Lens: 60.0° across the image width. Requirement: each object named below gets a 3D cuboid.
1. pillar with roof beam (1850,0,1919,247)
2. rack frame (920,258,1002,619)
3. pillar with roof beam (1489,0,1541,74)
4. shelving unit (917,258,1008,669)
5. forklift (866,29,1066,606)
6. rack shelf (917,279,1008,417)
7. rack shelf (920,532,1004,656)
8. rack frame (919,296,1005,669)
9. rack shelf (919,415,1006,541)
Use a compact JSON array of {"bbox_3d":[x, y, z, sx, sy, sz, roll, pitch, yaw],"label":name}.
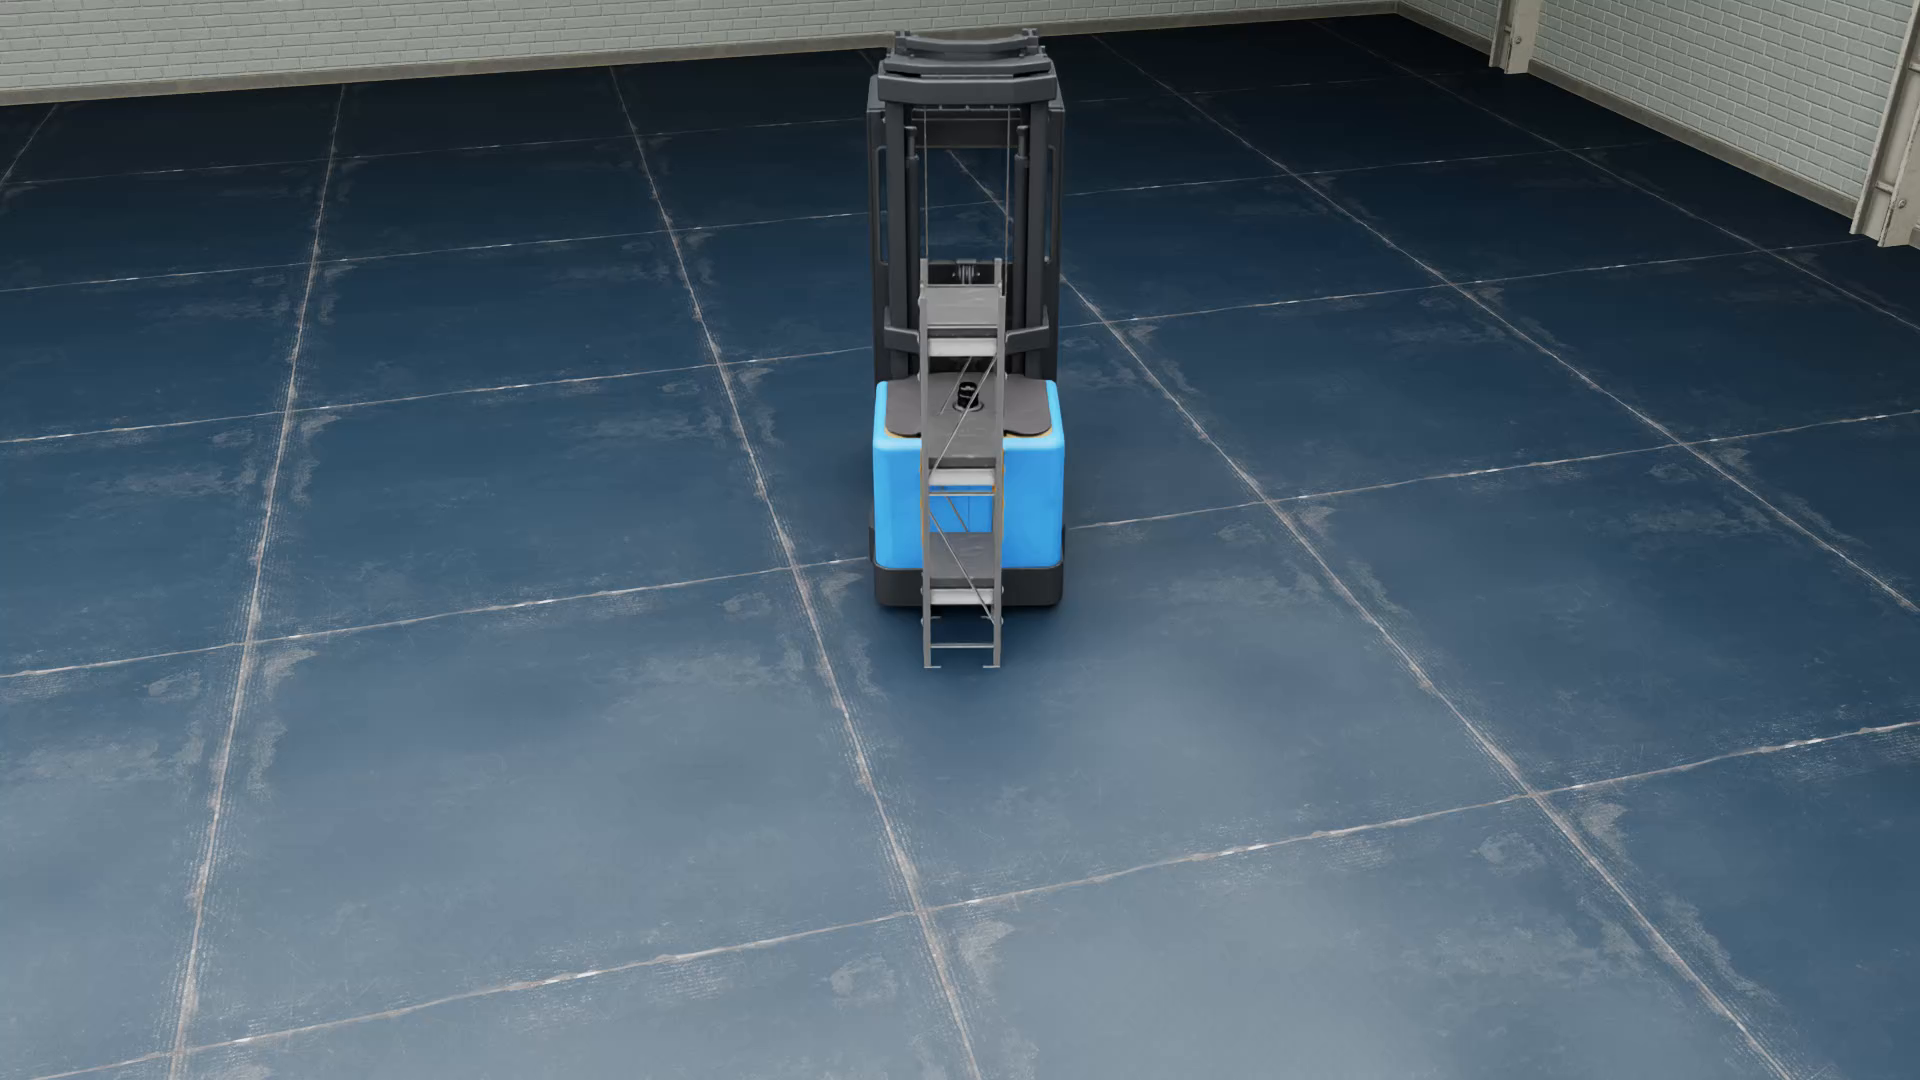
[{"bbox_3d":[3.896,-5.965,11.303,9.100,9.000,0.400,-8,31,-13],"label":"pillar with roof beam"},{"bbox_3d":[0.005,-0.473,8.699,0.400,2.100,0.015,0,30,-1],"label":"rack frame"},{"bbox_3d":[2.303,-8.862,16.310,9.100,9.000,0.400,-8,31,-13],"label":"pillar with roof beam"},{"bbox_3d":[0.008,-0.350,8.488,0.431,2.100,0.503,0,30,-1],"label":"shelving unit"},{"bbox_3d":[0.028,-1.600,9.819,1.130,2.935,3.031,0,30,-1],"label":"forklift"},{"bbox_3d":[0.008,-0.943,8.143,0.431,0.518,0.480,0,30,-1],"label":"rack shelf"},{"bbox_3d":[0.008,0.267,8.848,0.431,0.518,0.480,0,30,-1],"label":"rack shelf"},{"bbox_3d":[0.011,-0.227,8.278,0.400,2.100,0.015,0,30,-1],"label":"rack frame"},{"bbox_3d":[0.008,-0.338,8.495,0.431,0.518,0.480,0,30,-1],"label":"rack shelf"}]
